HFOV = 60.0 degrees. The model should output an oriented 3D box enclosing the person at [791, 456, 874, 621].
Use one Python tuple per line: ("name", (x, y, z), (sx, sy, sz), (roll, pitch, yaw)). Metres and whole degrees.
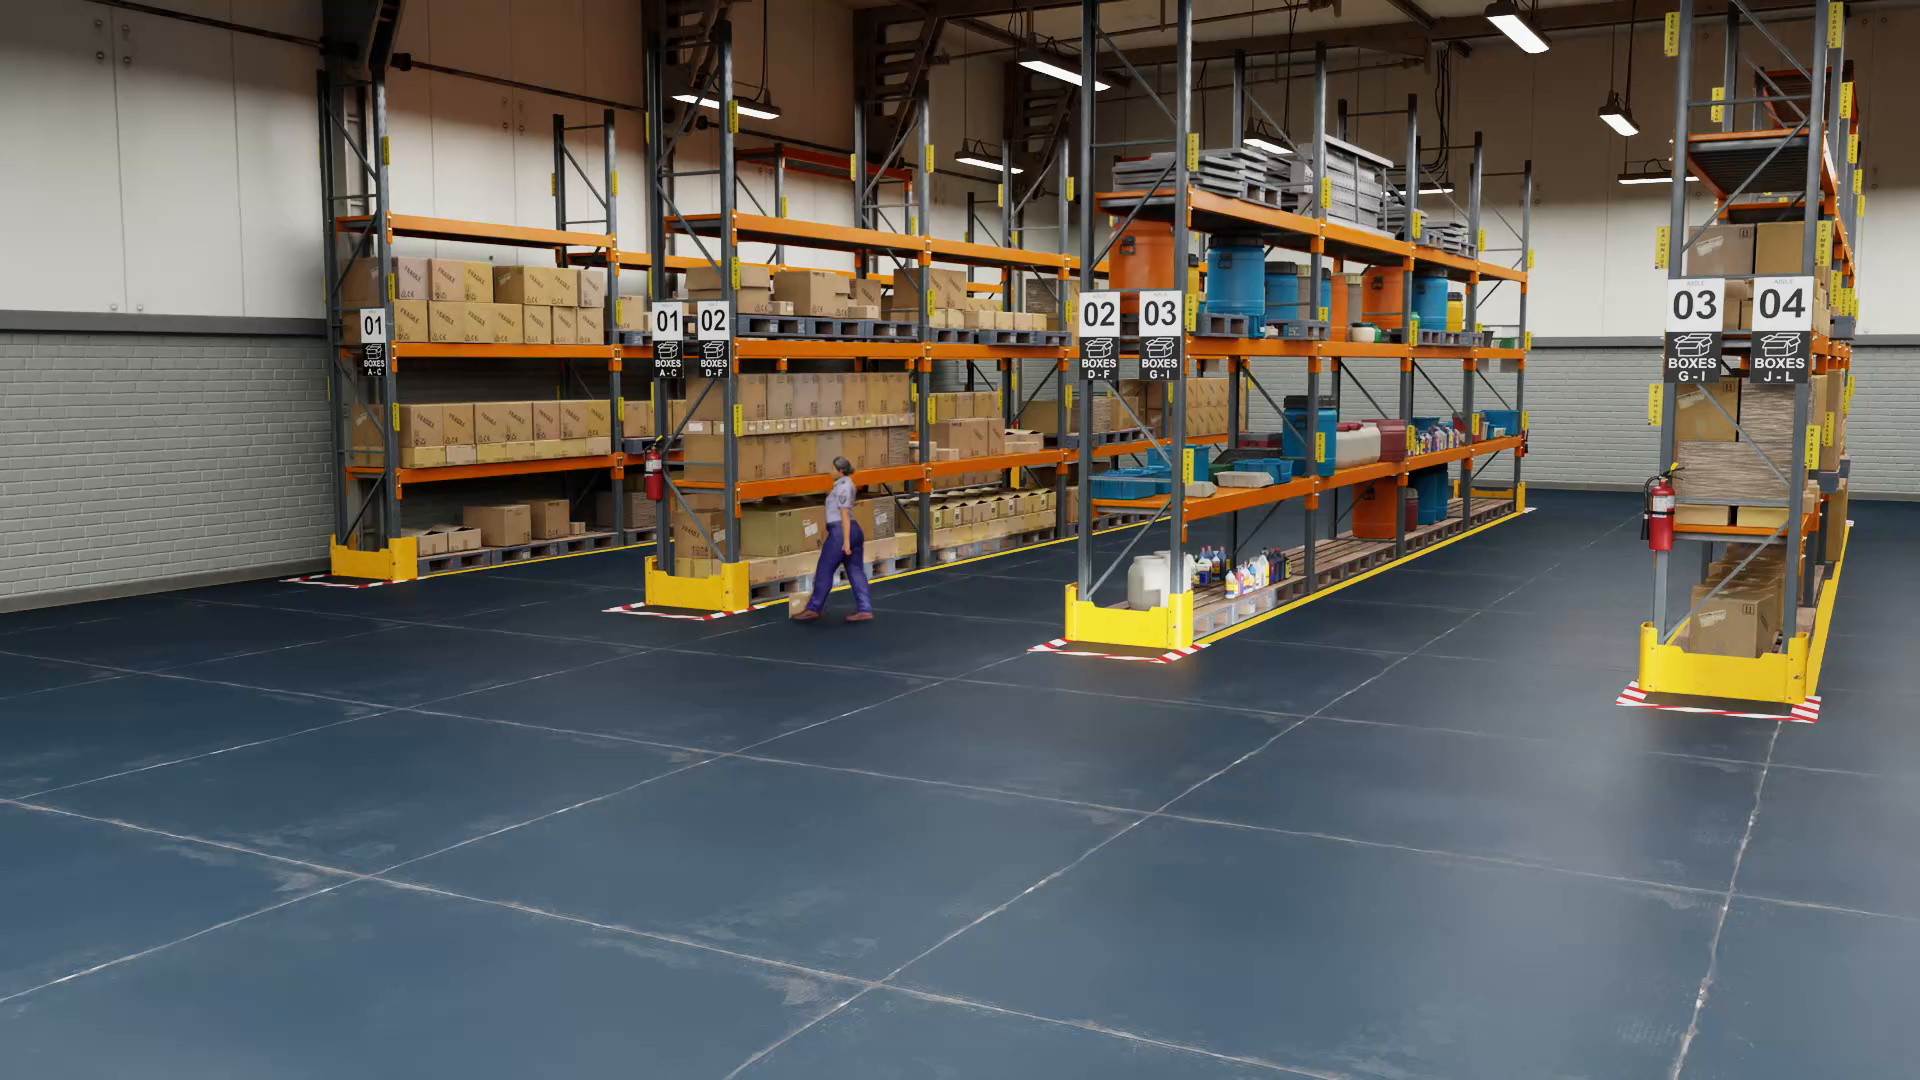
("person", (-1.243, -0.019, 16.511), (0.786, 1.624, 0.523), (2, 6, 14))
